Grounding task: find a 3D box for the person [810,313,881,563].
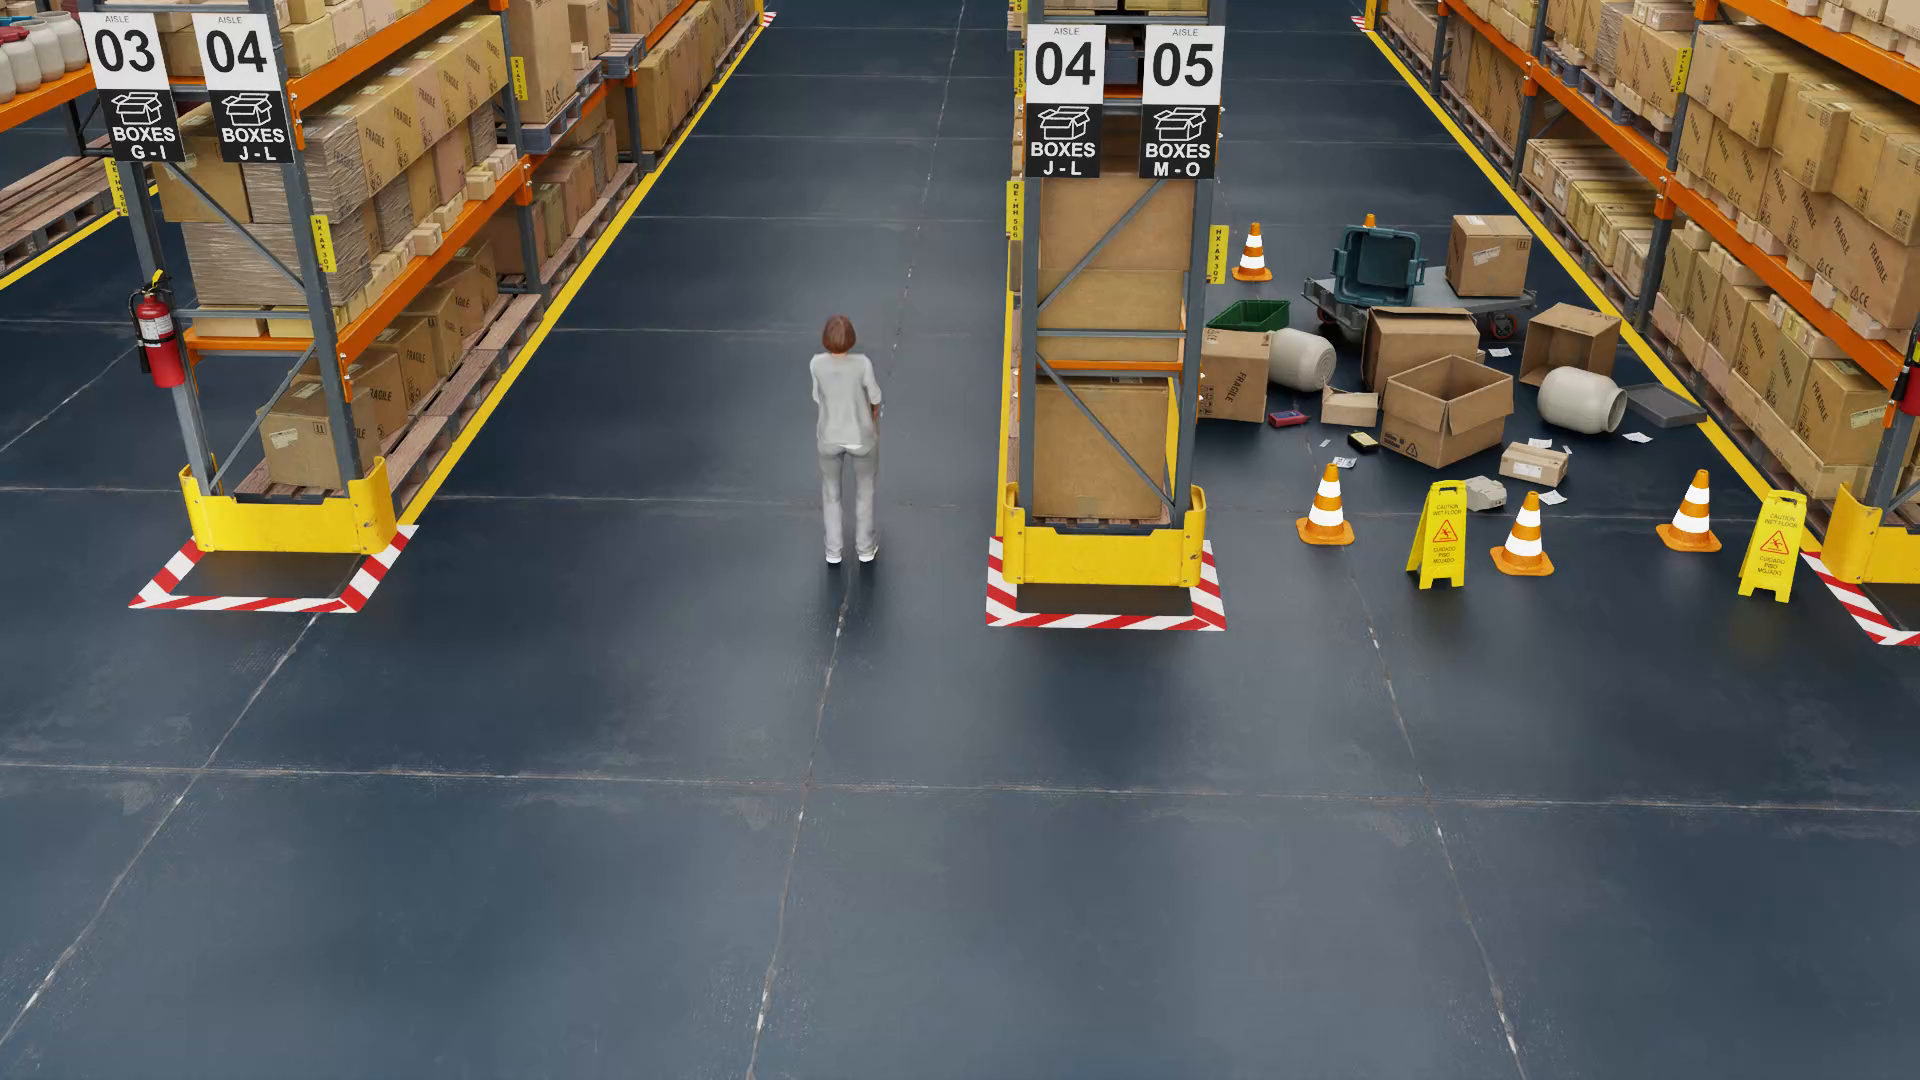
[{"bbox_3d":[-0.658,-0.628,9.803,0.404,1.591,0.490,2,28,3],"label":"person"}]
